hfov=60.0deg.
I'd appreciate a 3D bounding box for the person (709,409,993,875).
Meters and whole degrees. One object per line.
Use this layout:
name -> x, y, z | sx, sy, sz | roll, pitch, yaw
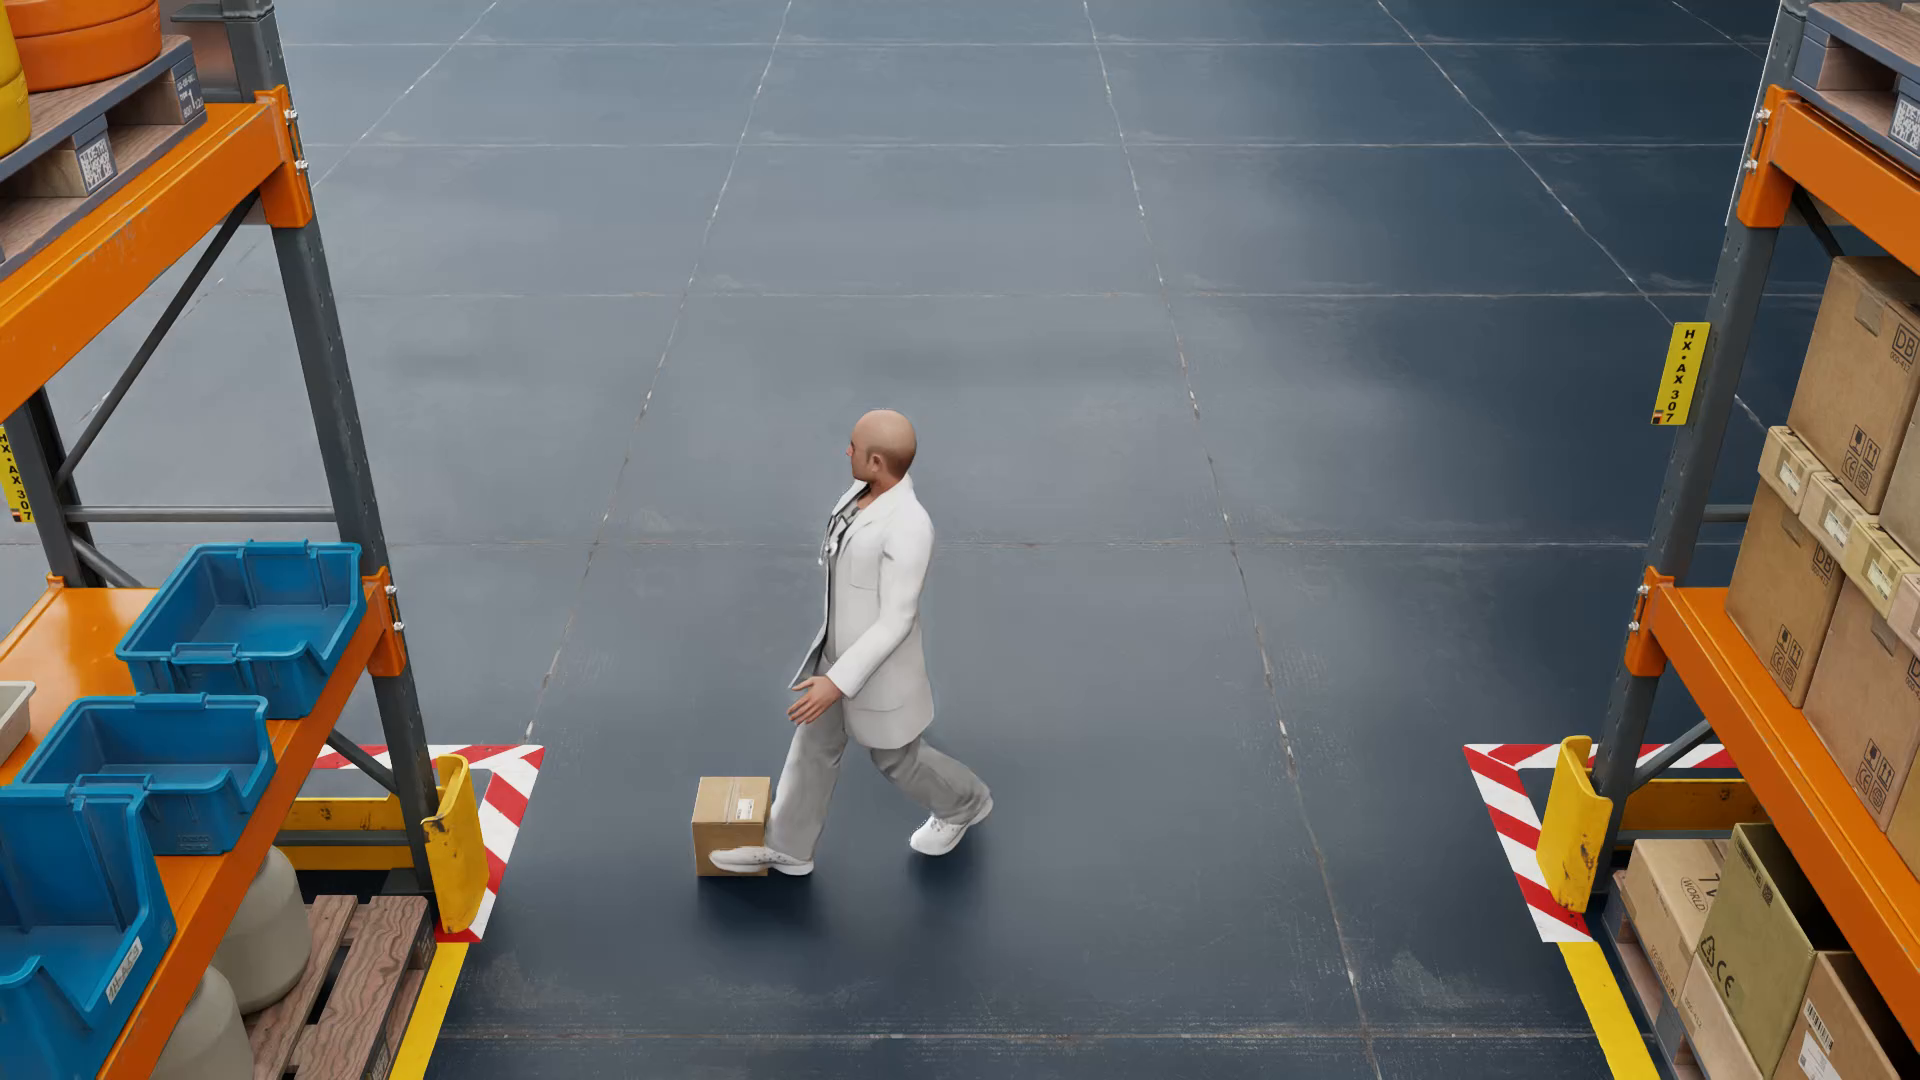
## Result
person -> -0.362, 0.396, 5.519 | 1.036, 1.729, 0.649 | -12, 33, -19
